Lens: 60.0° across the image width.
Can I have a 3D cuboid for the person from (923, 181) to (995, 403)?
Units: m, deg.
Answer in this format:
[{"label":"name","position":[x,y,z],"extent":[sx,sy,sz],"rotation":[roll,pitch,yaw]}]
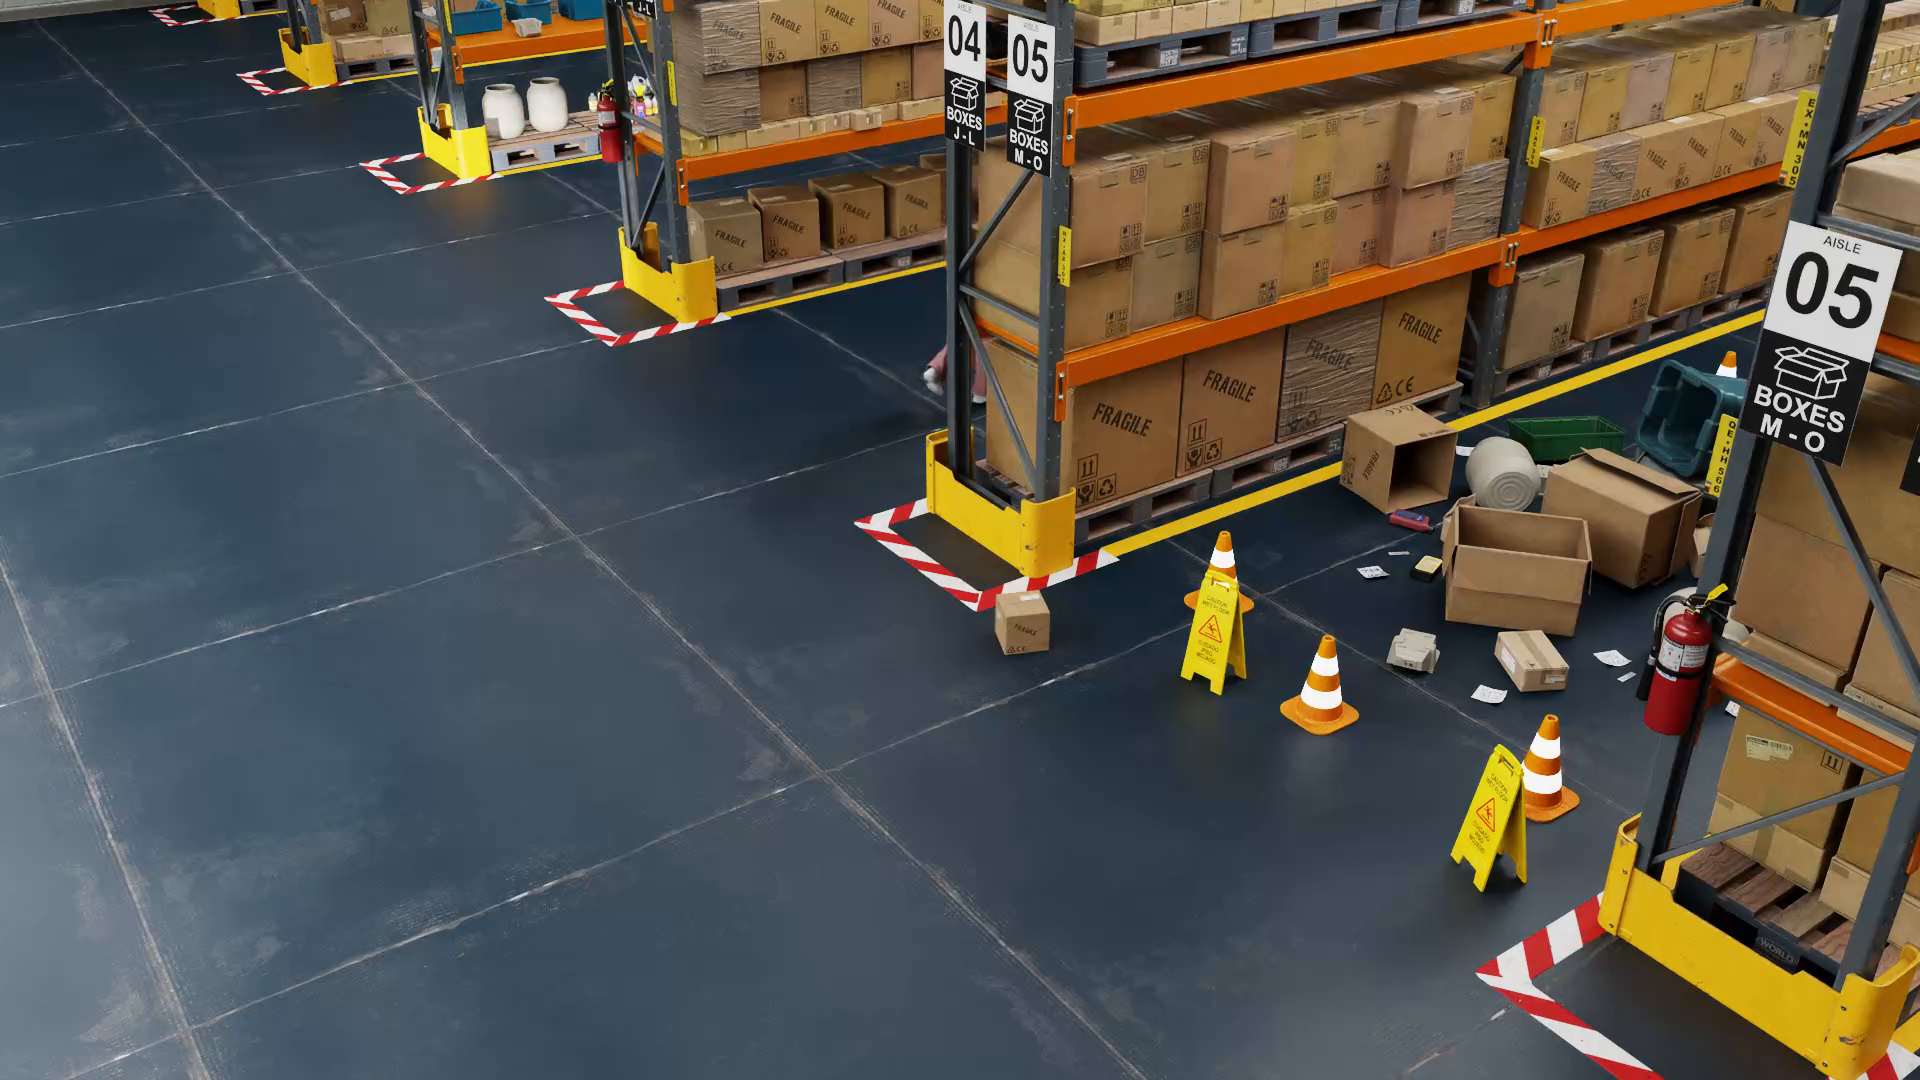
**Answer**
[{"label":"person","position":[0.072,-1.717,11.732],"extent":[0.681,1.652,0.504],"rotation":[-22,36,-35]}]
